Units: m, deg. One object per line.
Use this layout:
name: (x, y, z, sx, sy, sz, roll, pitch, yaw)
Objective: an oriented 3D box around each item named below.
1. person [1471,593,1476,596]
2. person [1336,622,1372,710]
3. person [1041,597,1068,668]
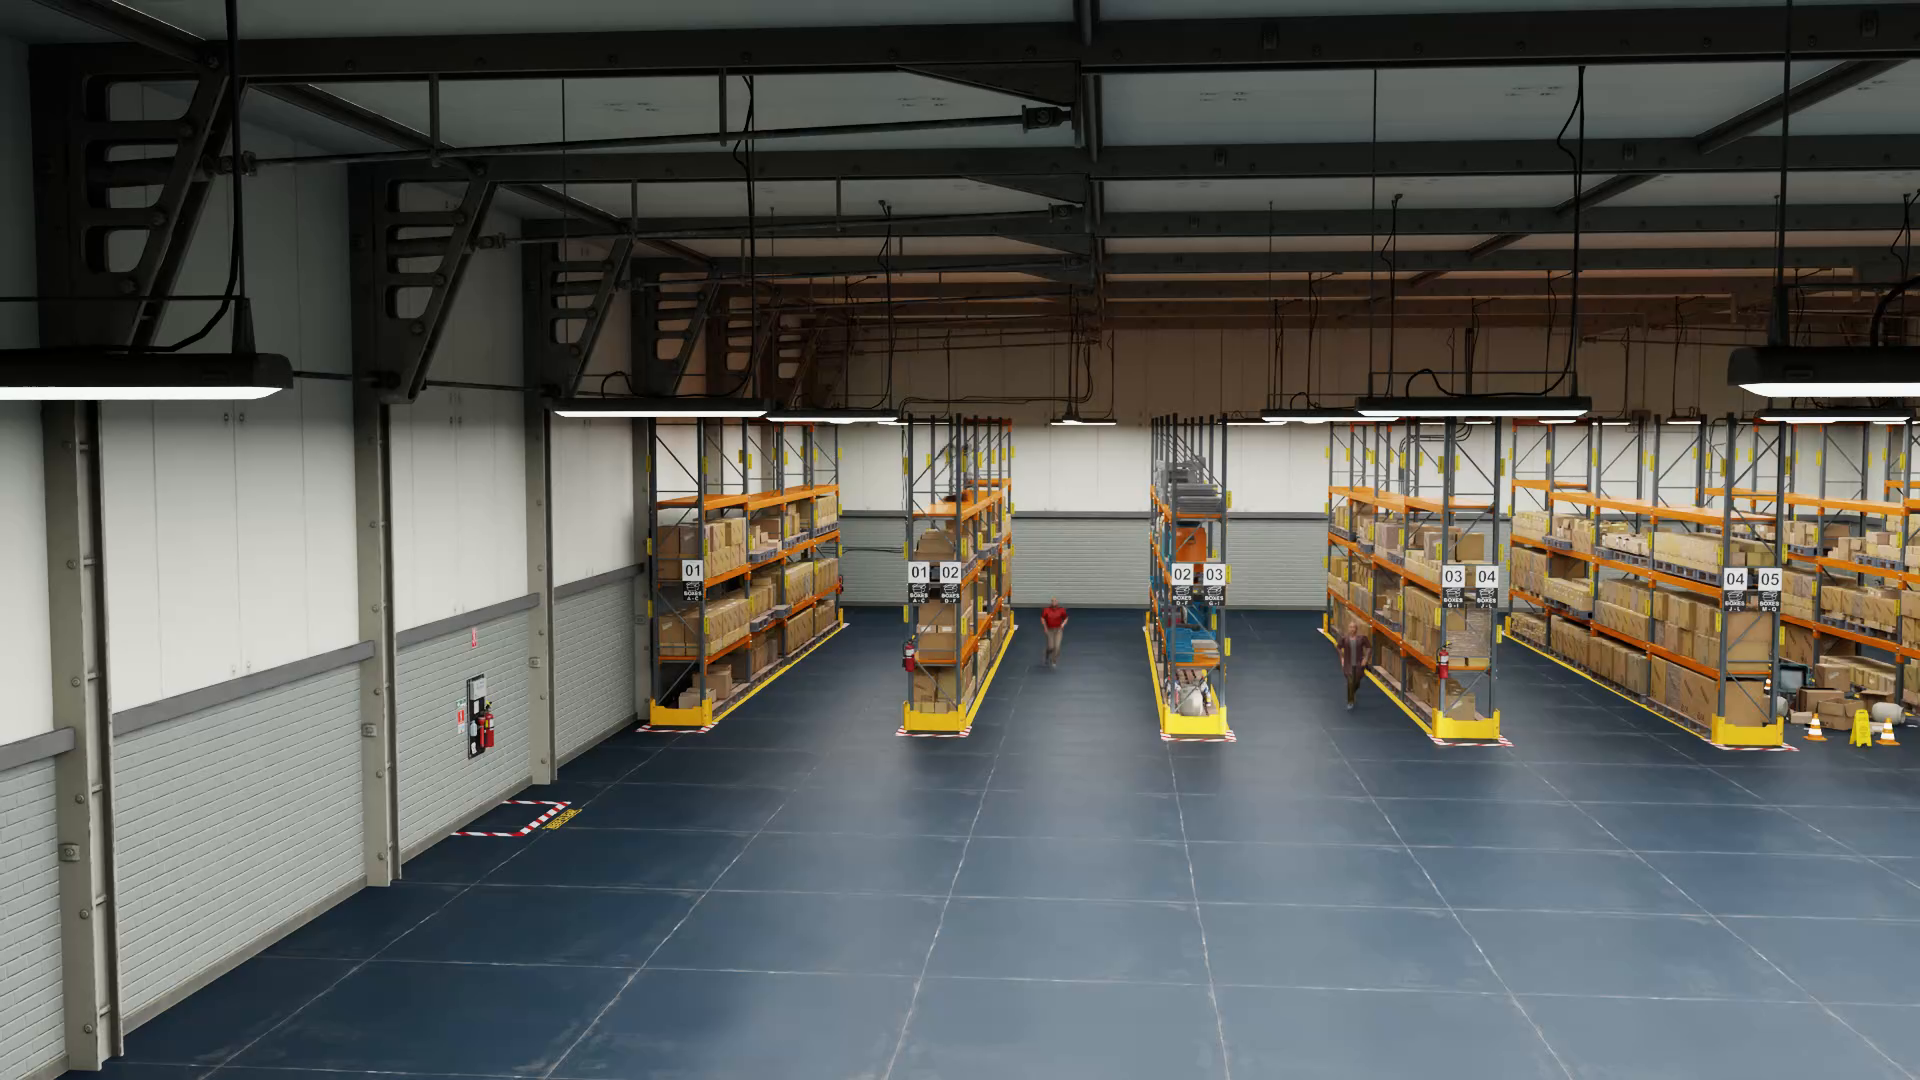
person: (13.731, 1.960, 43.952, 0.580, 1.638, 0.638, 1, 4, 12)
person: (8.082, 2.567, 34.137, 0.730, 1.765, 0.755, 1, 4, 14)
person: (2.263, 2.212, 39.710, 0.649, 1.697, 0.629, 0, 4, -2)
